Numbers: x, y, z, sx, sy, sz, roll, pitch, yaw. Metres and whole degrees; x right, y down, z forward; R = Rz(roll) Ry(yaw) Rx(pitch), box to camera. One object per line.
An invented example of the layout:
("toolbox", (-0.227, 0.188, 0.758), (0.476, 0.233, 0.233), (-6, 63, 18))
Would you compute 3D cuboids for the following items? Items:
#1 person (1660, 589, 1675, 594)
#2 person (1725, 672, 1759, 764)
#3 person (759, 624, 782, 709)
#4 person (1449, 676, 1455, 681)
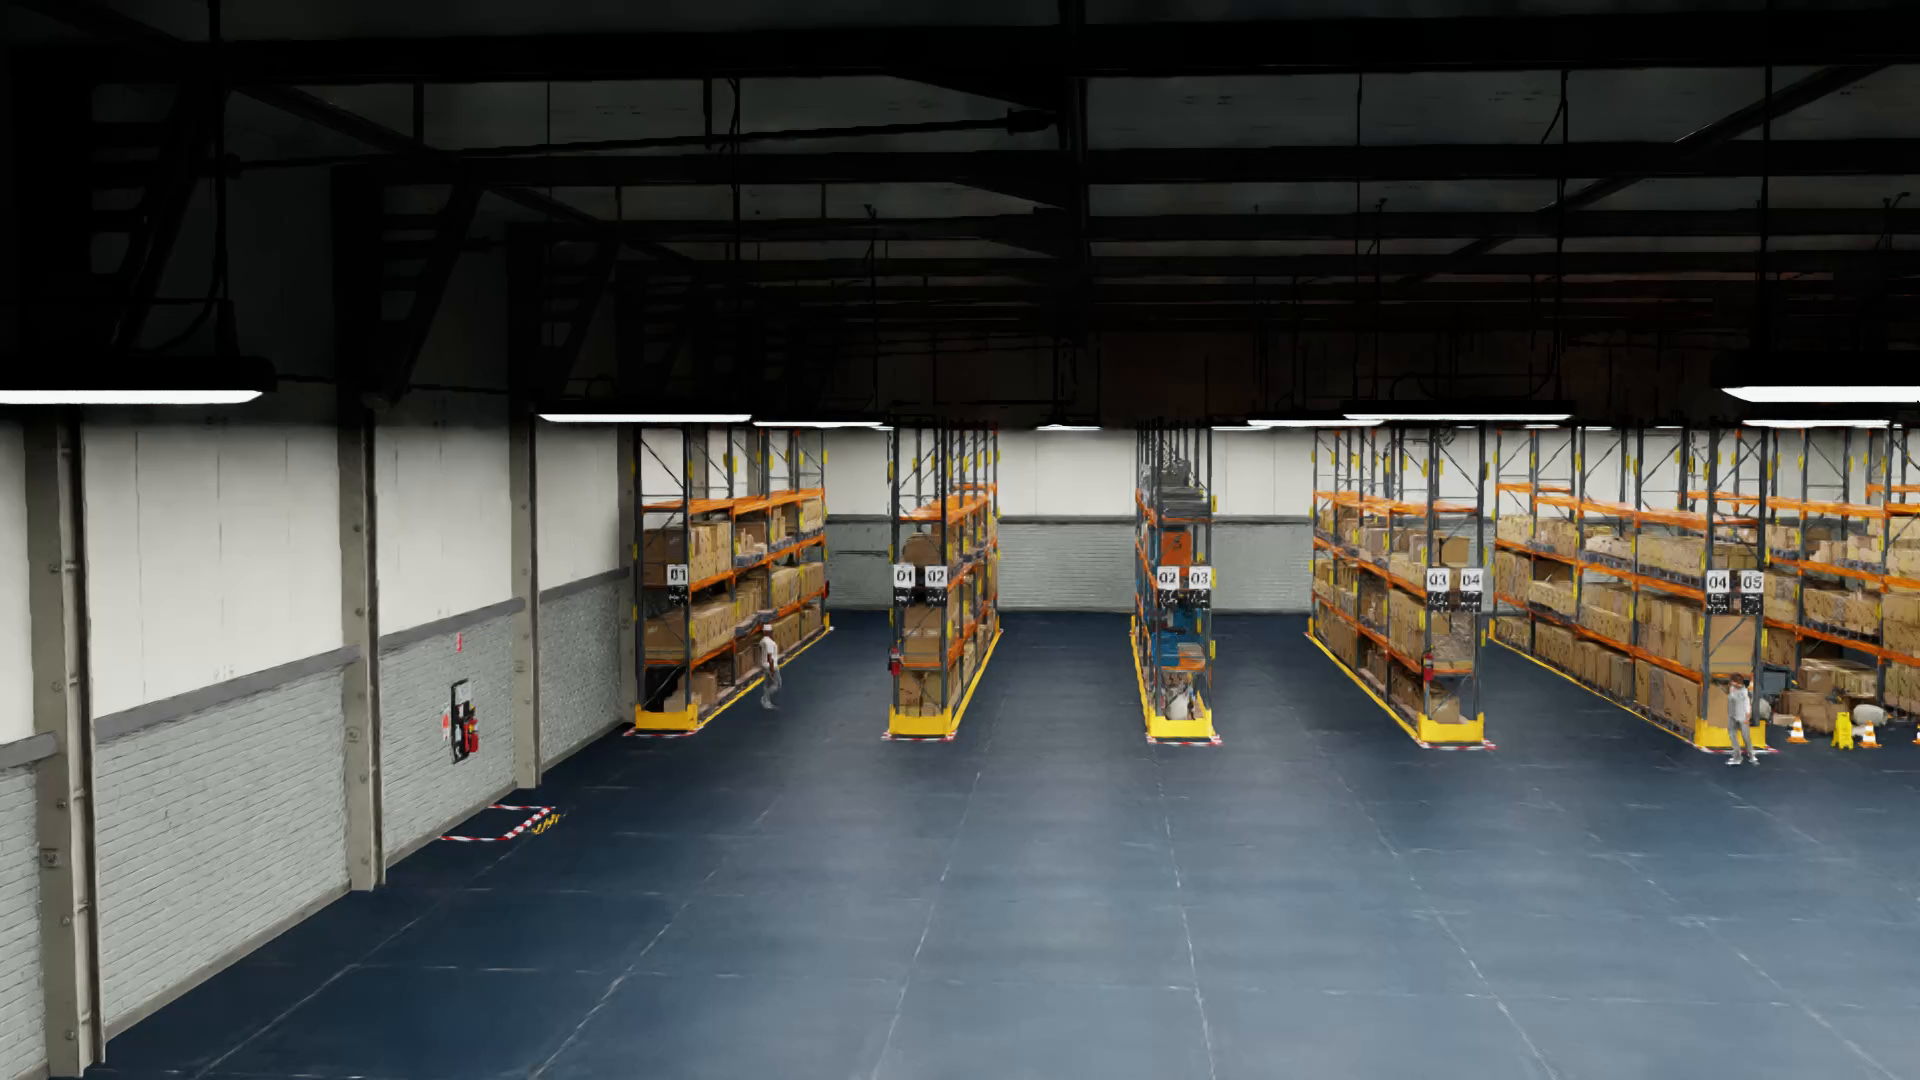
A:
("person", (20.089, 1.750, 47.073), (0.384, 1.783, 0.632), (-2, 4, -29))
("person", (13.470, 3.067, 28.633), (0.485, 1.590, 0.515), (-1, 4, -21))
("person", (-3.929, 2.607, 34.186), (0.457, 1.763, 0.609), (-2, 4, -22))
("person", (11.413, 2.386, 38.369), (0.543, 1.644, 1.119), (0, 4, 3))
